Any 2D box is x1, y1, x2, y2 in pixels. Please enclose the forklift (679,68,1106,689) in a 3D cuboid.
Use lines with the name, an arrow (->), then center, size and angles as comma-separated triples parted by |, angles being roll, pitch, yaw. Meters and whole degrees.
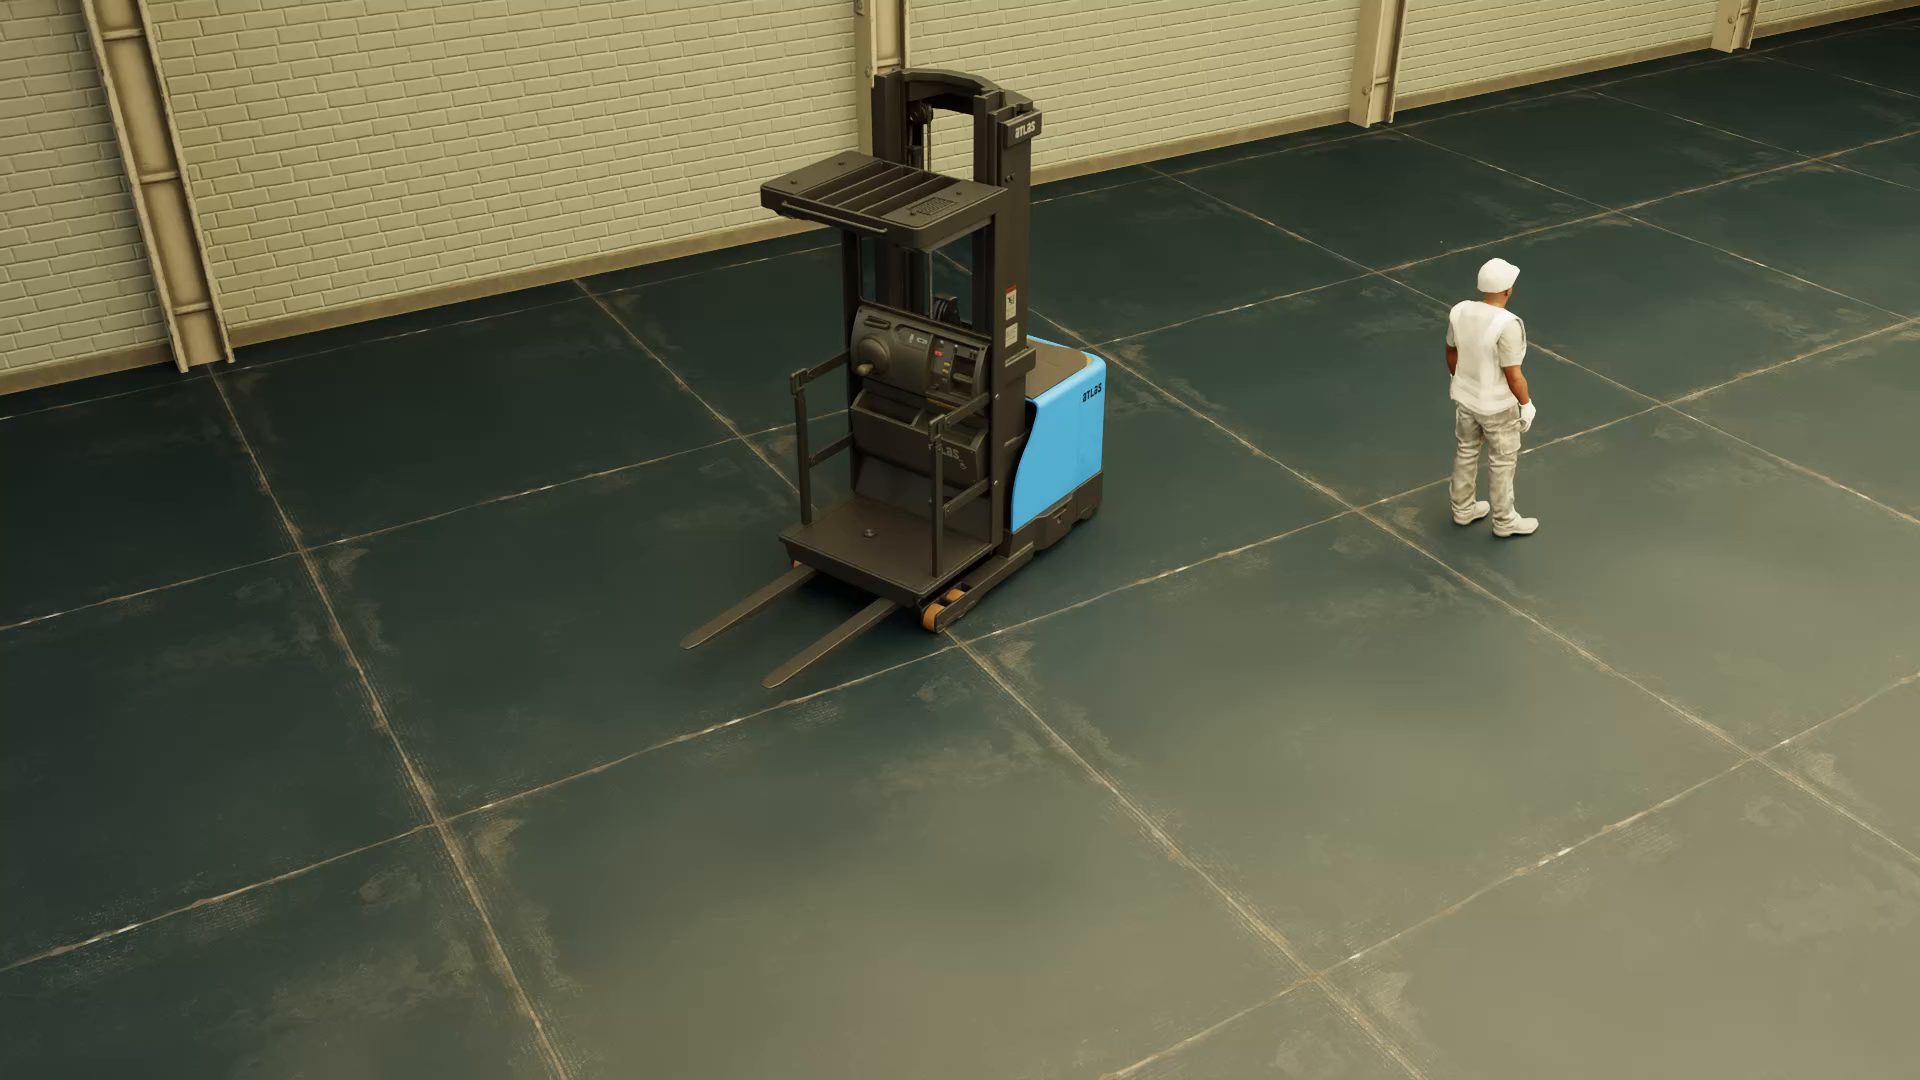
forklift -> -0.365, -1.007, 9.329 | 1.130, 2.935, 3.031 | 21, 37, 31

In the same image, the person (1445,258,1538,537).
person -> 3.300, -0.894, 10.244 | 0.577, 1.781, 0.656 | -16, 34, -24
